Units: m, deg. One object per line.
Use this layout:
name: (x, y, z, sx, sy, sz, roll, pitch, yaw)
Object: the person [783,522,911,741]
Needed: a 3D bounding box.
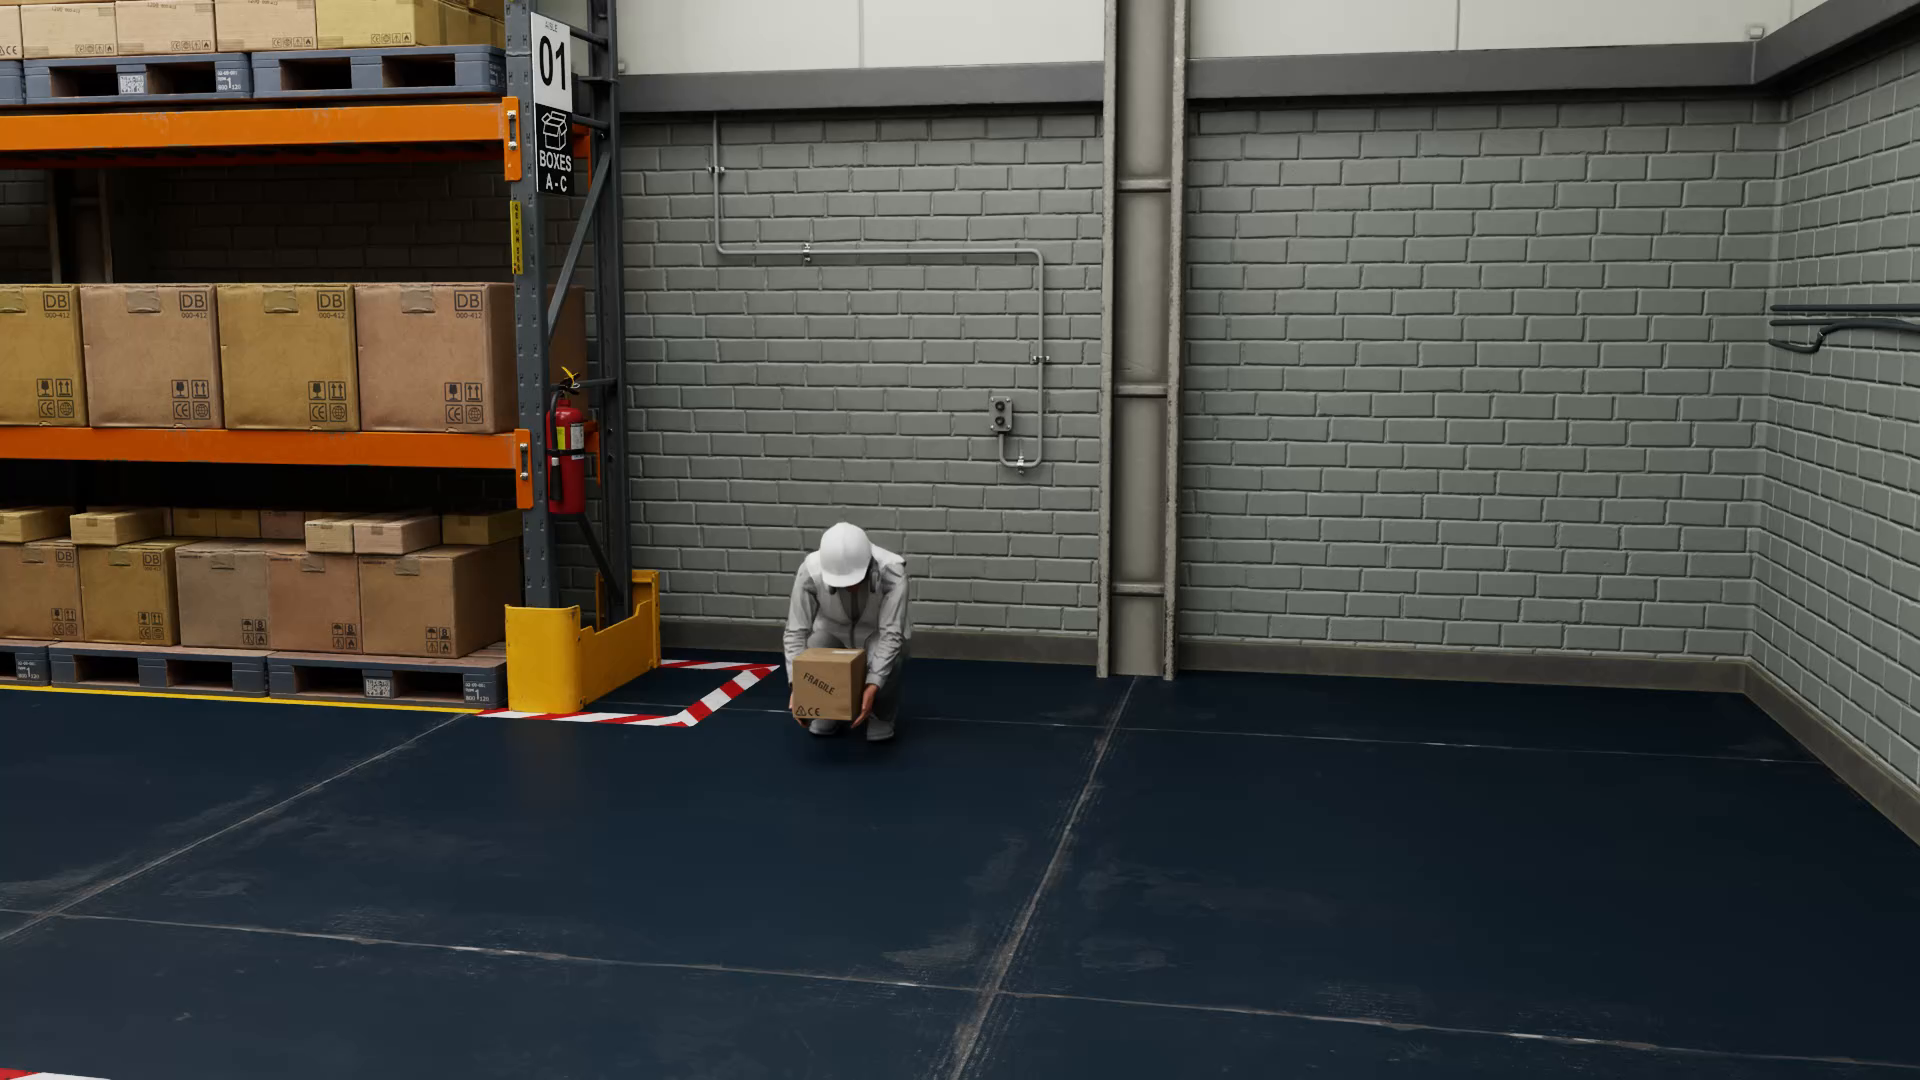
person: (-0.469, 0.384, 7.270, 0.539, 1.006, 0.867, 2, 8, 11)
